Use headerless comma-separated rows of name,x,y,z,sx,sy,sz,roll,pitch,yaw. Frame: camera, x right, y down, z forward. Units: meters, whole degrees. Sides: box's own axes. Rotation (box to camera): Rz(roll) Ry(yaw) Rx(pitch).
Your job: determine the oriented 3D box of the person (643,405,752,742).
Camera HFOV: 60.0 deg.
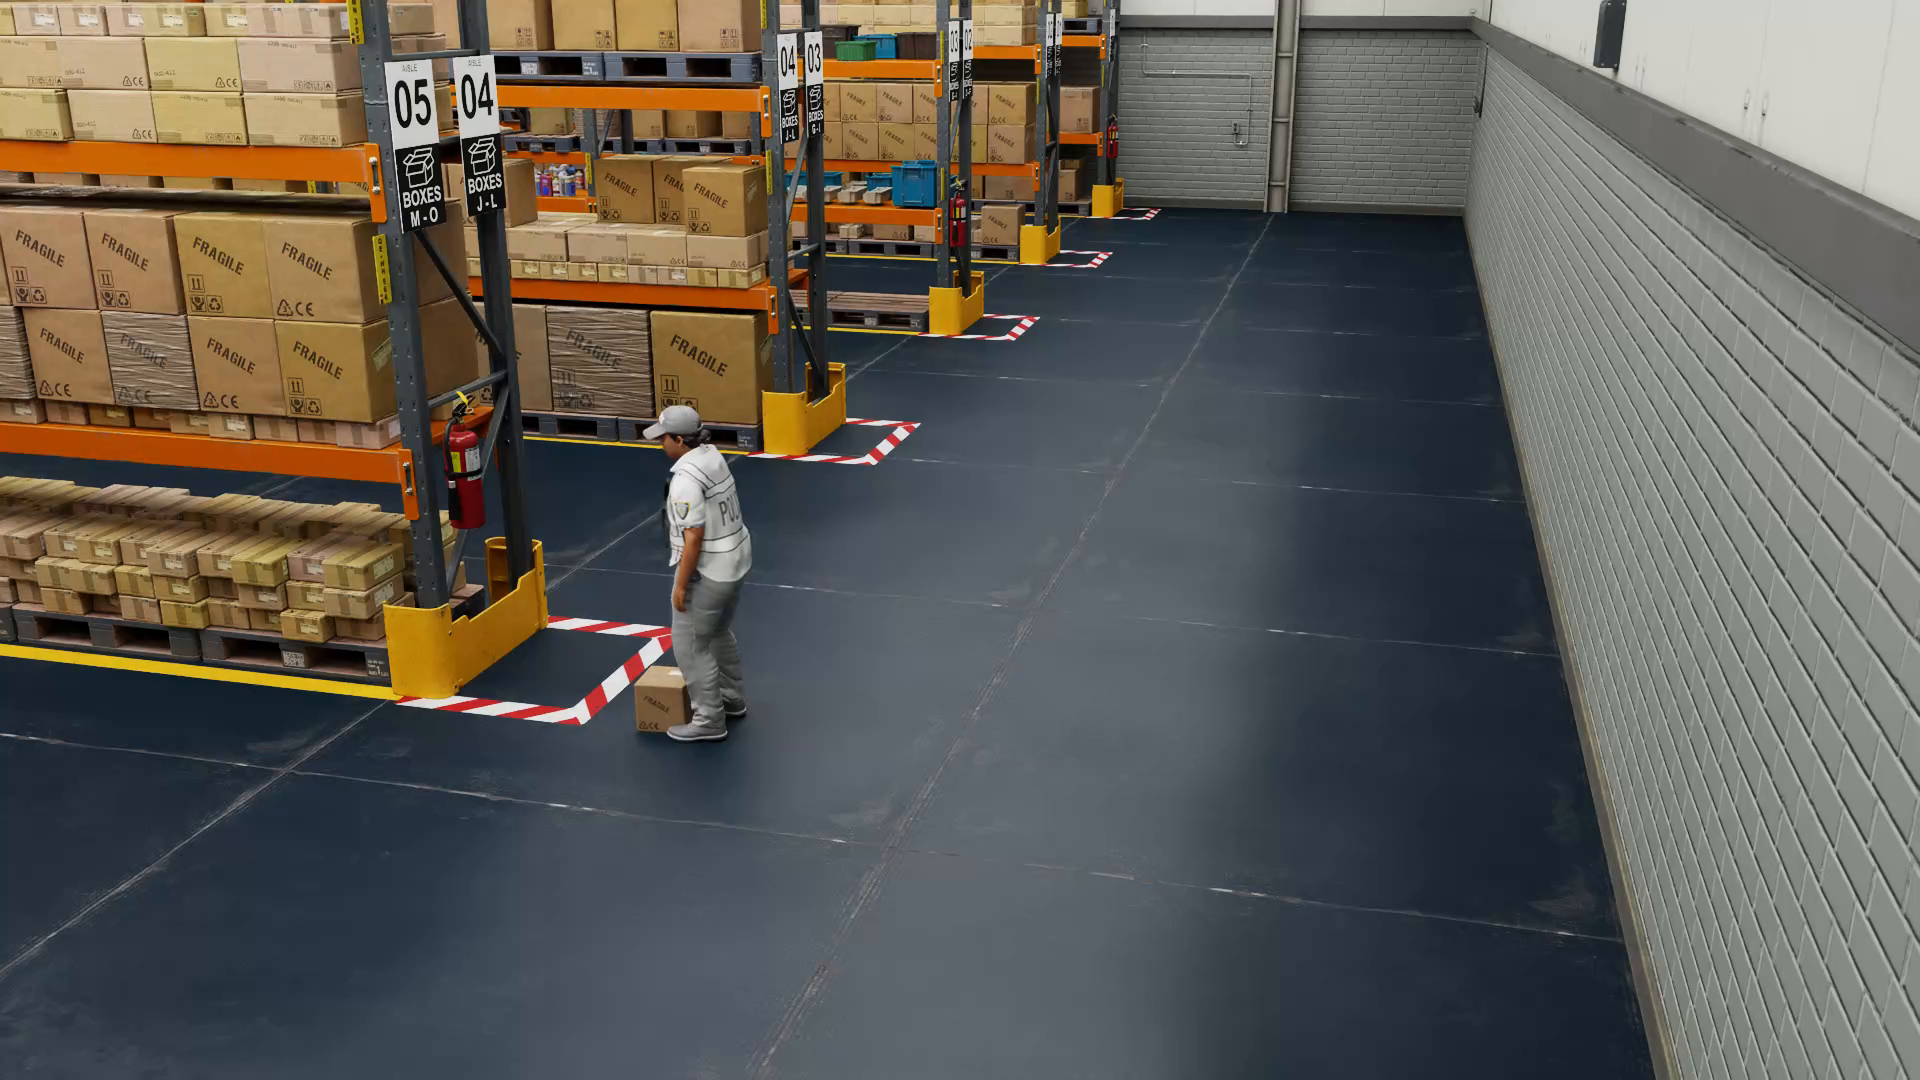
person,-1.268,0.149,8.098,0.451,1.667,0.564,4,19,11
